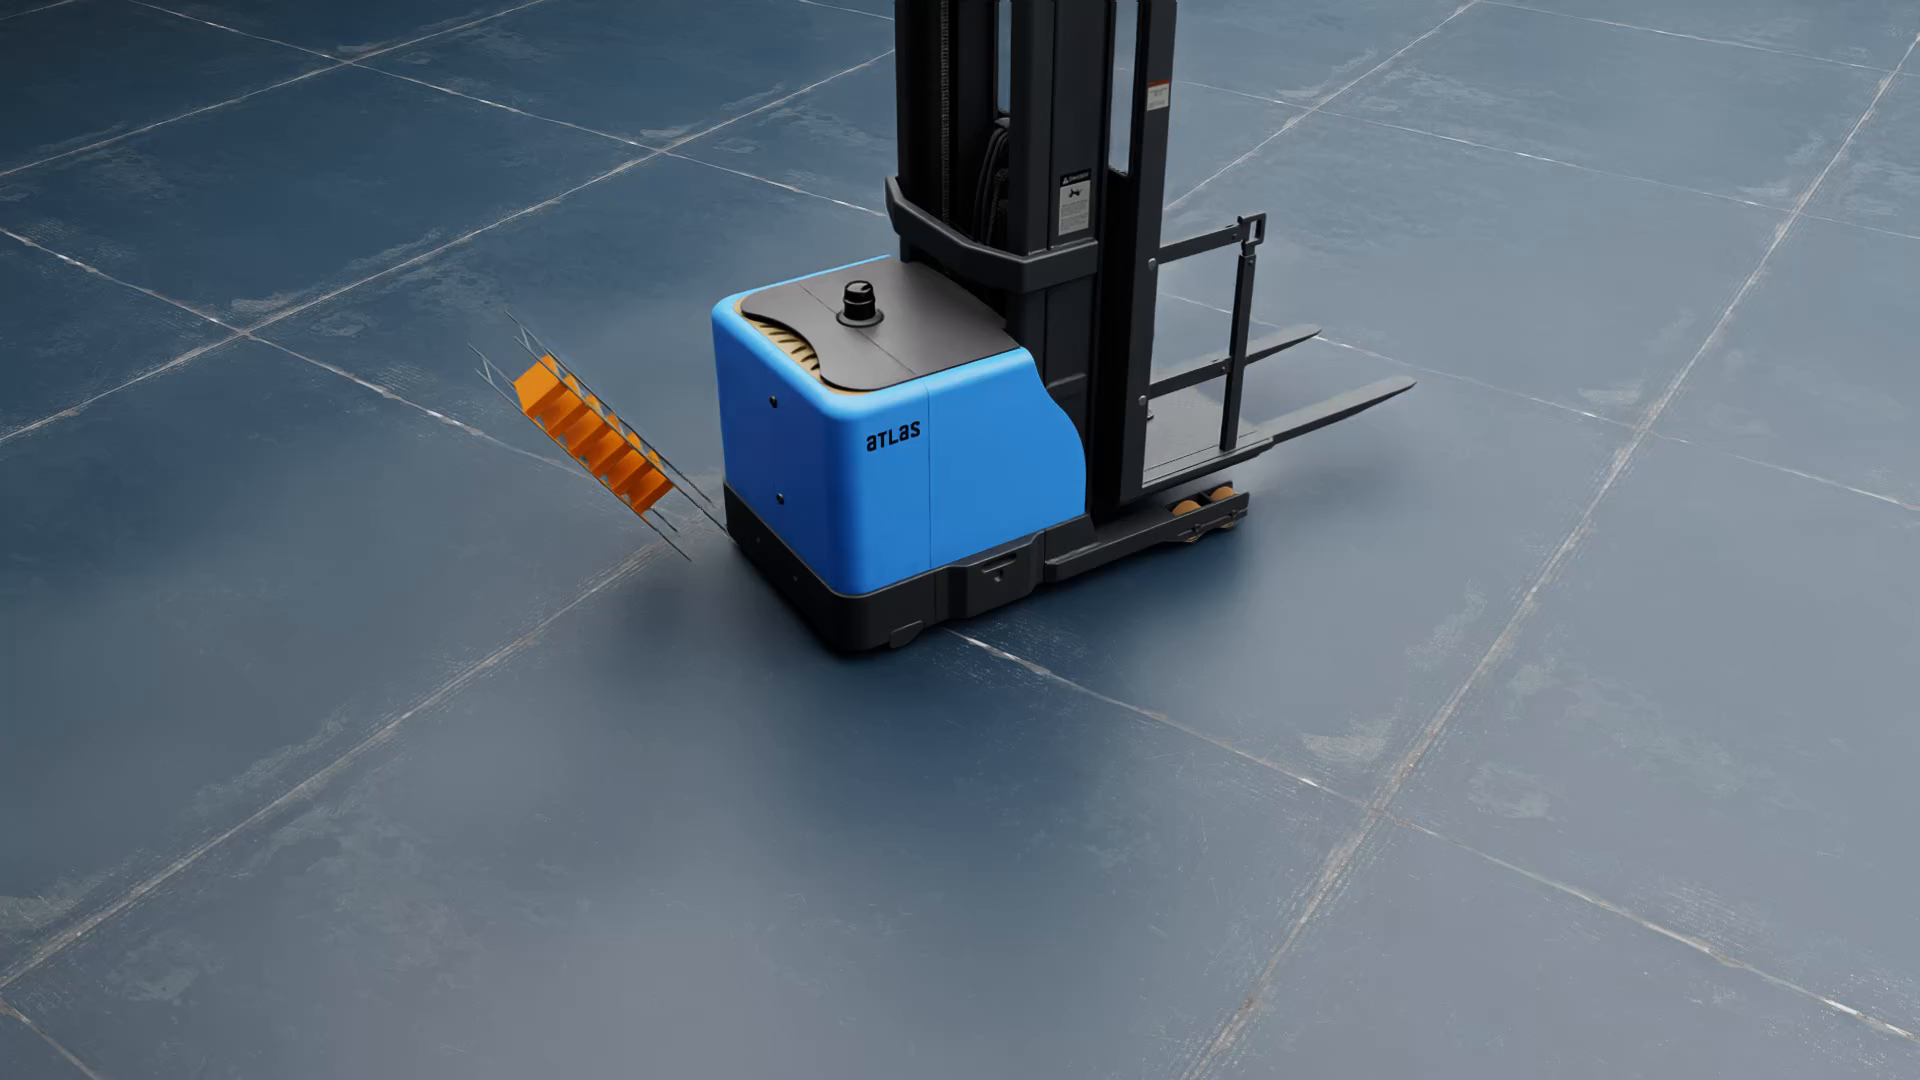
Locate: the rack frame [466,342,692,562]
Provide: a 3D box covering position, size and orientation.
[{"bbox_3d":[-1.432,-0.317,6.332,0.006,1.200,0.240,-40,39,4],"label":"rack frame"}]

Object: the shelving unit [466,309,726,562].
[{"bbox_3d":[-1.362,-0.375,6.326,0.189,1.200,0.258,-40,39,4],"label":"shelving unit"}]

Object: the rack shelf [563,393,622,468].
[{"bbox_3d":[-1.402,-0.418,6.278,0.180,0.103,0.258,-40,39,4],"label":"rack shelf"}]

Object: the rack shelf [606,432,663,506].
[{"bbox_3d":[-1.274,-0.282,6.430,0.180,0.103,0.258,-40,39,4],"label":"rack shelf"}]

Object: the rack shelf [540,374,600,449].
[{"bbox_3d":[-1.466,-0.486,6.202,0.180,0.103,0.258,-40,39,4],"label":"rack shelf"}]

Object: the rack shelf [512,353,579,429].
[{"bbox_3d":[-1.529,-0.554,6.127,0.180,0.103,0.258,-40,39,4],"label":"rack shelf"}]

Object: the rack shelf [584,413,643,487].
[{"bbox_3d":[-1.338,-0.350,6.354,0.180,0.103,0.258,-40,39,4],"label":"rack shelf"}]

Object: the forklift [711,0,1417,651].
[{"bbox_3d":[0.580,-1.434,6.254,3.031,2.935,1.130,-20,39,-27],"label":"forklift"}]

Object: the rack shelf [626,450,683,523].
[{"bbox_3d":[-1.211,-0.215,6.505,0.180,0.103,0.258,-40,39,4],"label":"rack shelf"}]

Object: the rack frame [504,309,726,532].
[{"bbox_3d":[-1.292,-0.434,6.319,0.006,1.200,0.240,-40,39,4],"label":"rack frame"}]
